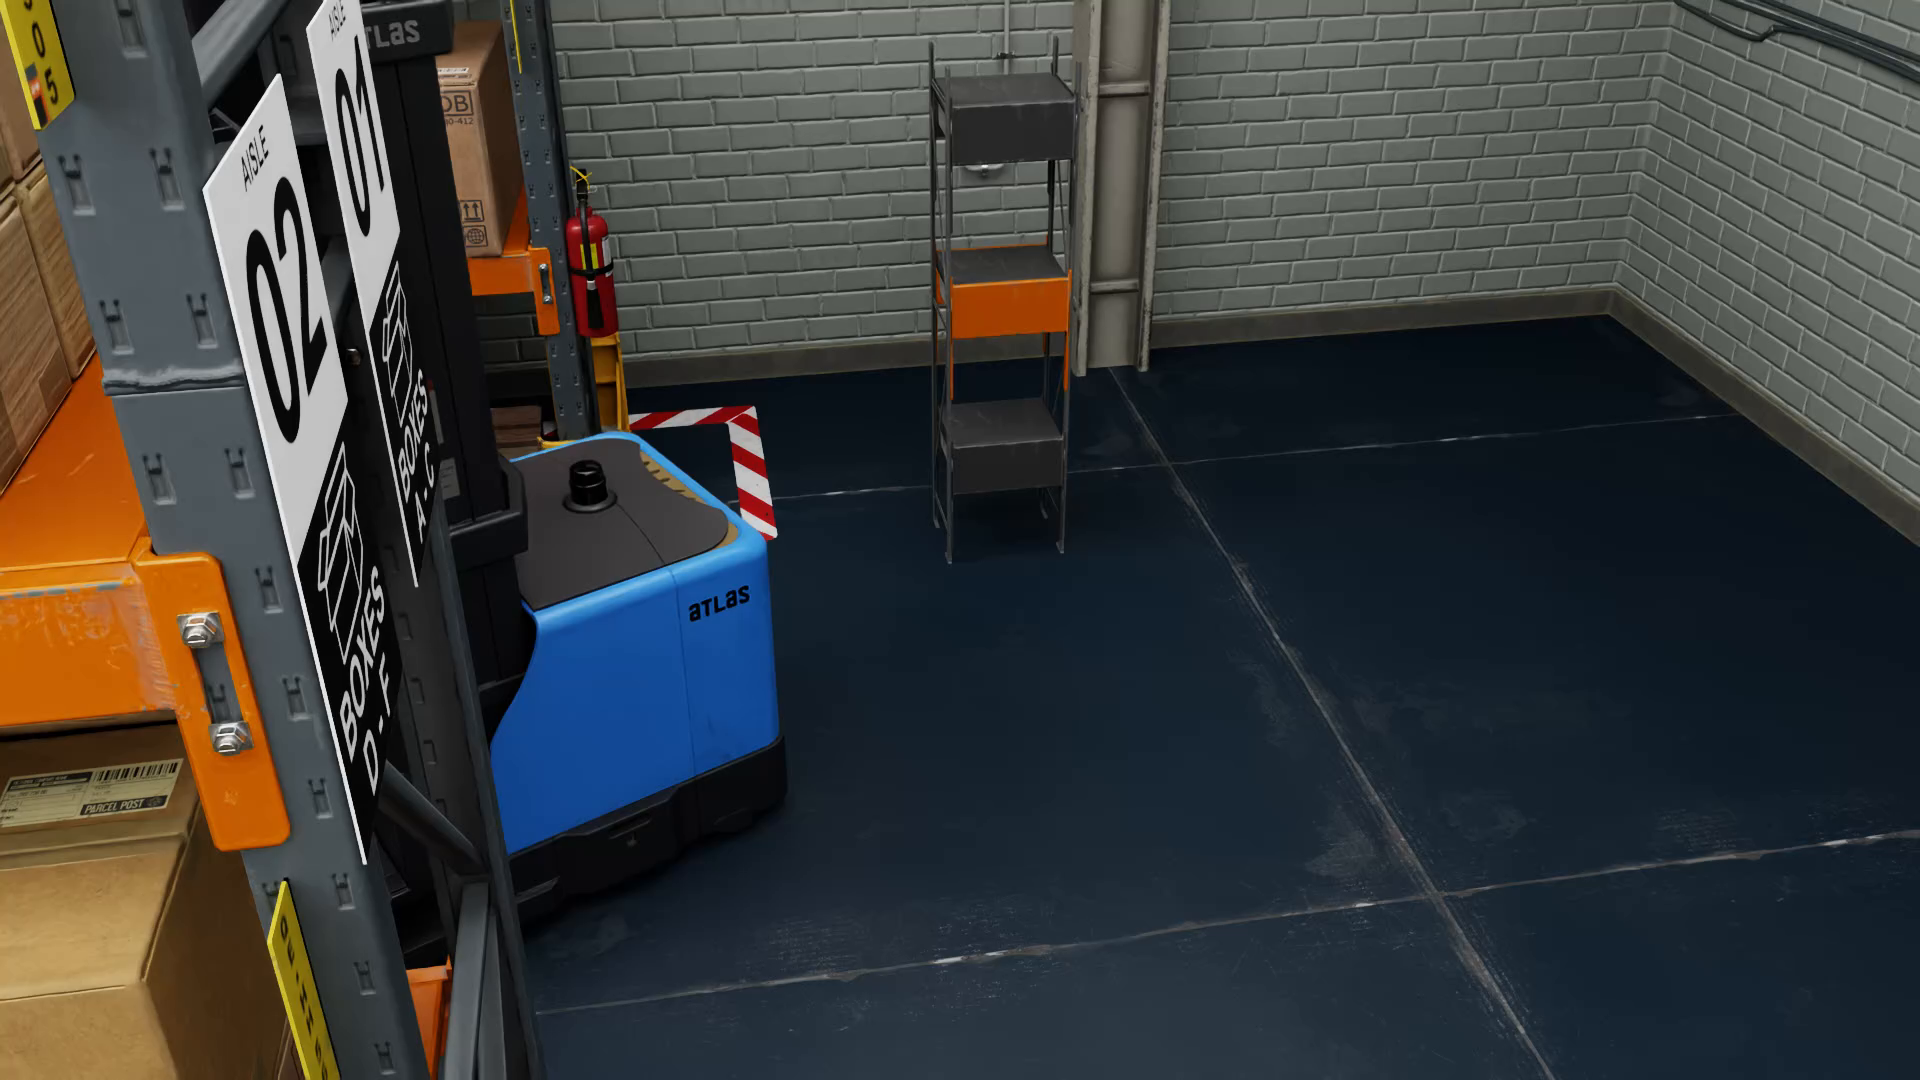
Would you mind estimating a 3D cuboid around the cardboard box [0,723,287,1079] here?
[{"bbox_3d":[-1.218,0.607,2.173,0.500,0.500,0.500,-6,31,-9],"label":"cardboard box"}]

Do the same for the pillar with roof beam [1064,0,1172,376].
[{"bbox_3d":[1.550,-2.684,2.936,0.400,9.000,9.100,-5,31,-9],"label":"pillar with roof beam"}]

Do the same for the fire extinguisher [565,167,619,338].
[{"bbox_3d":[-1.494,-1.156,6.701,0.183,0.674,0.296,-5,31,-9],"label":"fire extinguisher"}]

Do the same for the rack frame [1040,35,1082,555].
[{"bbox_3d":[0.403,-0.943,6.781,0.015,2.100,0.400,-5,31,-9],"label":"rack frame"}]

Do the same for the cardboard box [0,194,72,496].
[{"bbox_3d":[-1.288,-0.147,1.729,0.500,0.250,0.500,-5,31,-9],"label":"cardboard box"}]

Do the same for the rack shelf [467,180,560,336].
[{"bbox_3d":[-3.693,-1.074,6.826,4.000,0.370,1.077,-5,31,-9],"label":"rack shelf"}]

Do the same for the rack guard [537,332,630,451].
[{"bbox_3d":[-1.702,-0.491,7.592,0.348,0.500,1.175,-5,31,-9],"label":"rack guard"}]

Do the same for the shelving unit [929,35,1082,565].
[{"bbox_3d":[0.163,-0.920,6.743,0.503,2.100,0.431,-5,31,-9],"label":"shelving unit"}]

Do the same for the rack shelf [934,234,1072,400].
[{"bbox_3d":[0.163,-0.908,6.750,0.480,0.518,0.431,-5,31,-9],"label":"rack shelf"}]

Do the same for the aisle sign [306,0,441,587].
[{"bbox_3d":[-0.816,-0.370,2.355,0.004,0.787,0.394,-5,31,-9],"label":"aisle sign"}]

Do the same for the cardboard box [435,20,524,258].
[{"bbox_3d":[-2.226,-1.644,6.791,0.700,0.700,0.980,-4,31,-7],"label":"cardboard box"}]

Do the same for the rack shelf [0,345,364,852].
[{"bbox_3d":[-2.797,0.103,1.866,4.000,0.370,1.077,-5,31,-9],"label":"rack shelf"}]

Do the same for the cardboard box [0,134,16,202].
[{"bbox_3d":[-1.289,-0.367,1.610,0.500,0.250,0.500,-5,31,-9],"label":"cardboard box"}]

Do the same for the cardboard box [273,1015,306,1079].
[{"bbox_3d":[-1.221,1.037,2.429,0.500,0.500,0.500,-4,31,-7],"label":"cardboard box"}]

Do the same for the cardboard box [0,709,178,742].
[{"bbox_3d":[-1.314,0.338,2.630,0.500,0.500,0.500,-4,31,-7],"label":"cardboard box"}]

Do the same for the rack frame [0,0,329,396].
[{"bbox_3d":[-0.830,-1.683,1.234,0.127,3.000,1.000,-5,31,-9],"label":"rack frame"}]

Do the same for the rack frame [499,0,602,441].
[{"bbox_3d":[-1.726,-1.566,6.954,0.127,3.000,1.000,-5,31,-9],"label":"rack frame"}]

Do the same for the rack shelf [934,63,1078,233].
[{"bbox_3d":[0.163,-1.512,6.396,0.480,0.518,0.431,-5,31,-9],"label":"rack shelf"}]

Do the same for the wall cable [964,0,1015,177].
[{"bbox_3d":[-0.637,-2.593,7.698,1.851,1.984,0.084,-5,31,-9],"label":"wall cable"}]

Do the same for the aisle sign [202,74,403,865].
[{"bbox_3d":[-0.708,-0.071,1.846,0.004,0.787,0.394,-5,31,-9],"label":"aisle sign"}]

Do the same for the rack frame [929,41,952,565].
[{"bbox_3d":[-0.077,-0.898,6.706,0.015,2.100,0.400,-5,31,-9],"label":"rack frame"}]

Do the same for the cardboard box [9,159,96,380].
[{"bbox_3d":[-1.381,-0.405,2.168,0.500,0.250,0.500,-5,31,-9],"label":"cardboard box"}]

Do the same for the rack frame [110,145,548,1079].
[{"bbox_3d":[-0.830,0.903,2.755,0.127,3.000,1.000,-5,31,-9],"label":"rack frame"}]

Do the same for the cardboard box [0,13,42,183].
[{"bbox_3d":[-1.382,-0.624,2.046,0.500,0.250,0.500,-5,31,-9],"label":"cardboard box"}]

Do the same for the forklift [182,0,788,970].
[{"bbox_3d":[-2.075,-0.101,4.530,3.031,2.935,1.130,-20,36,-31],"label":"forklift"}]

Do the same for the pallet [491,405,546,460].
[{"bbox_3d":[-2.498,-0.252,7.471,1.213,0.211,1.003,-5,31,-9],"label":"pallet"}]

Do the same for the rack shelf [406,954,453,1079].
[{"bbox_3d":[-2.797,1.396,2.626,4.000,0.370,1.077,-5,31,-9],"label":"rack shelf"}]

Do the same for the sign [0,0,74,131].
[{"bbox_3d":[-0.750,-0.493,1.296,0.005,0.325,0.100,-5,31,-9],"label":"sign"}]

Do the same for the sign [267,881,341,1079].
[{"bbox_3d":[-0.750,0.546,1.907,0.005,0.325,0.100,-5,31,-9],"label":"sign"}]

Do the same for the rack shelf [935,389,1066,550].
[{"bbox_3d":[0.163,-0.305,7.105,0.480,0.518,0.431,-5,31,-9],"label":"rack shelf"}]

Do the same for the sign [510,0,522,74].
[{"bbox_3d":[-1.642,-1.896,6.139,0.005,0.325,0.100,-5,31,-9],"label":"sign"}]

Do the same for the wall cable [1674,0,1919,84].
[{"bbox_3d":[3.902,-3.152,6.796,0.112,2.526,3.097,-5,31,-9],"label":"wall cable"}]
